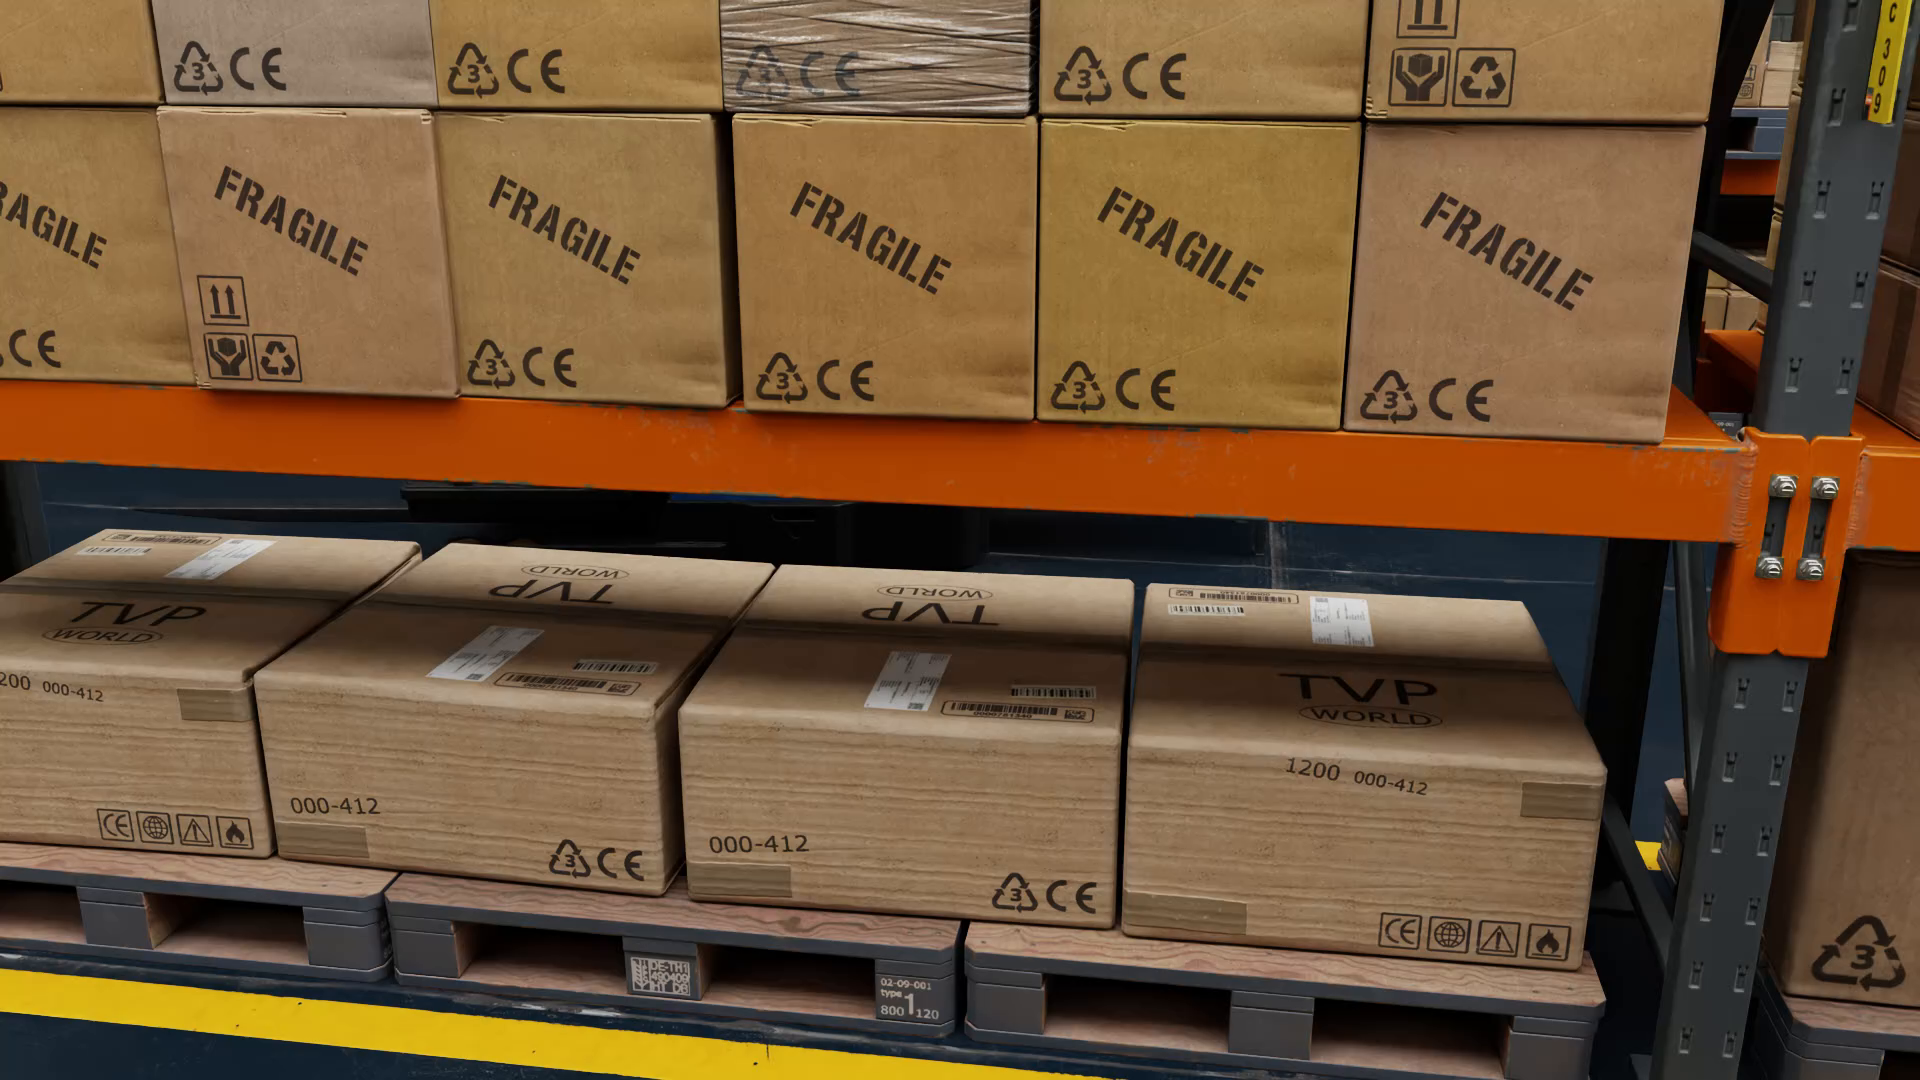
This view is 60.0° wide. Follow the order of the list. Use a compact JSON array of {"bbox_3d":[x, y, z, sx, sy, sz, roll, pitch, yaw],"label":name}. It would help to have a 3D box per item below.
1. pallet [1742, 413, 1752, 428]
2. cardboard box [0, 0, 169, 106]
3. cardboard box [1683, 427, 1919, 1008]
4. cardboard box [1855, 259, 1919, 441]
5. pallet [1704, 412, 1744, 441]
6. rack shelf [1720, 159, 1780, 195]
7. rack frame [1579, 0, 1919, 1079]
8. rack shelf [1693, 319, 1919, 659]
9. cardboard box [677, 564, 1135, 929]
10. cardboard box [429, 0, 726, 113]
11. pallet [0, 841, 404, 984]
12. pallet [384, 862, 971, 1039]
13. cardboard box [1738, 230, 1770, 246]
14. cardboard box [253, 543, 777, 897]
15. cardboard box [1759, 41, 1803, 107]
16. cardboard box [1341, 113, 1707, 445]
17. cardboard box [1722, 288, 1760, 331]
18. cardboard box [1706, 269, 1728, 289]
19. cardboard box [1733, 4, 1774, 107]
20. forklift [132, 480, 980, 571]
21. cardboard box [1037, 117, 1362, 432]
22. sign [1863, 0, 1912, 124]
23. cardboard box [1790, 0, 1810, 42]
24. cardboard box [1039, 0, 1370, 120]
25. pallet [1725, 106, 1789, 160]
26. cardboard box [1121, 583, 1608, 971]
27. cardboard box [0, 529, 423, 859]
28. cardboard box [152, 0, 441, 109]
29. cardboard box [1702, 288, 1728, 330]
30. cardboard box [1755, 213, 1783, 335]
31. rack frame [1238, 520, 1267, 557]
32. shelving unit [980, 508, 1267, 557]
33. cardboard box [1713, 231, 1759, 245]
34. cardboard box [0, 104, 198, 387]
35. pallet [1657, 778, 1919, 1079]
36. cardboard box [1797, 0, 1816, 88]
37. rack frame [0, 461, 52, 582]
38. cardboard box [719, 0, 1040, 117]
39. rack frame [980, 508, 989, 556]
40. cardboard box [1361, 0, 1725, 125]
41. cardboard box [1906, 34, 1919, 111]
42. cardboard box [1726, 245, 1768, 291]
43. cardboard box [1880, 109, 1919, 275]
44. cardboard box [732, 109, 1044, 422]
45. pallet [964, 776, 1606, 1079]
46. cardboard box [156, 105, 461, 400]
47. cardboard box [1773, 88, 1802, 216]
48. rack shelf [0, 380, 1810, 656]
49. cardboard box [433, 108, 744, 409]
[{"bbox_3d":[4.218,-0.630,7.855,1.213,0.211,1.003,3,19,9],"label":"pallet"},{"bbox_3d":[-1.593,-1.073,3.049,0.500,0.500,0.500,2,19,7],"label":"cardboard box"},{"bbox_3d":[2.042,0.327,3.285,0.875,0.875,0.875,4,19,10],"label":"cardboard box"},{"bbox_3d":[1.809,-0.311,2.743,0.500,0.250,0.500,2,19,7],"label":"cardboard box"},{"bbox_3d":[3.009,-0.691,8.036,1.213,0.211,1.003,3,19,9],"label":"pallet"},{"bbox_3d":[4.175,-1.601,7.494,4.000,0.370,1.077,3,19,9],"label":"rack shelf"},{"bbox_3d":[1.417,-0.487,3.032,0.127,3.000,1.000,3,19,9],"label":"rack frame"},{"bbox_3d":[3.391,-0.046,2.846,4.000,0.370,1.077,3,19,9],"label":"rack shelf"},{"bbox_3d":[-0.070,0.418,3.701,0.875,0.438,0.875,2,19,7],"label":"cardboard box"},{"bbox_3d":[-0.590,-1.025,2.905,0.500,0.500,0.500,3,19,9],"label":"cardboard box"},{"bbox_3d":[-1.731,0.649,4.029,1.213,0.211,1.003,3,19,9],"label":"pallet"},{"bbox_3d":[-0.530,0.712,3.844,1.213,0.211,1.003,3,19,9],"label":"pallet"},{"bbox_3d":[3.894,-1.384,7.967,0.250,0.149,0.380,3,19,9],"label":"cardboard box"},{"bbox_3d":[-0.960,0.373,3.839,0.875,0.438,0.875,3,19,10],"label":"cardboard box"},{"bbox_3d":[3.511,-1.988,7.067,0.258,0.266,0.396,4,19,11],"label":"cardboard box"},{"bbox_3d":[0.918,-0.478,2.847,0.500,0.500,0.500,3,19,9],"label":"cardboard box"},{"bbox_3d":[3.662,-0.911,7.577,0.500,0.500,0.500,2,19,7],"label":"cardboard box"},{"bbox_3d":[3.326,-1.254,7.579,0.250,0.149,0.380,3,19,8],"label":"cardboard box"},{"bbox_3d":[3.154,-2.169,7.238,0.500,0.500,0.700,3,19,9],"label":"cardboard box"},{"bbox_3d":[-1.441,-1.393,5.848,3.031,2.935,1.130,0,19,0],"label":"forklift"},{"bbox_3d":[0.409,-0.502,2.919,0.500,0.500,0.500,2,19,7],"label":"cardboard box"},{"bbox_3d":[1.330,-0.762,2.363,0.005,0.325,0.100,3,19,9],"label":"sign"},{"bbox_3d":[3.929,-2.129,7.120,0.500,0.500,0.700,3,19,8],"label":"cardboard box"},{"bbox_3d":[0.407,-0.974,2.754,0.500,0.500,0.500,3,19,8],"label":"cardboard box"},{"bbox_3d":[2.972,-1.877,7.489,1.213,0.211,1.003,3,19,9],"label":"pallet"},{"bbox_3d":[0.814,0.463,3.567,0.875,0.438,0.875,3,19,8],"label":"cardboard box"},{"bbox_3d":[-1.865,0.329,3.968,0.875,0.438,0.875,2,19,7],"label":"cardboard box"},{"bbox_3d":[-1.083,-1.050,2.979,0.500,0.500,0.500,3,19,8],"label":"cardboard box"},{"bbox_3d":[3.170,-0.938,7.656,0.500,0.500,0.500,3,19,8],"label":"cardboard box"},{"bbox_3d":[1.900,-0.473,3.225,0.500,0.250,0.500,2,19,7],"label":"cardboard box"},{"bbox_3d":[1.107,-0.729,6.119,0.032,1.500,0.500,0,19,0],"label":"rack frame"},{"bbox_3d":[0.599,-0.730,6.122,1.048,1.500,0.538,0,19,0],"label":"shelving unit"},{"bbox_3d":[3.632,-1.379,7.953,0.250,0.149,0.380,3,19,10],"label":"cardboard box"},{"bbox_3d":[-1.600,-0.605,3.227,0.500,0.500,0.500,3,19,8],"label":"cardboard box"},{"bbox_3d":[2.191,0.850,3.429,1.213,0.211,1.003,3,19,9],"label":"pallet"},{"bbox_3d":[1.898,-1.065,3.026,0.500,0.500,0.500,4,19,10],"label":"cardboard box"},{"bbox_3d":[-2.533,-0.689,3.634,0.127,3.000,1.000,3,19,9],"label":"rack frame"},{"bbox_3d":[-0.097,-0.997,2.822,0.500,0.500,0.500,3,19,9],"label":"cardboard box"},{"bbox_3d":[0.091,-0.732,6.126,0.032,1.500,0.500,0,19,0],"label":"rack frame"},{"bbox_3d":[0.907,-0.946,2.670,0.500,0.500,0.500,3,19,8],"label":"cardboard box"},{"bbox_3d":[1.806,-0.897,2.522,0.500,0.500,0.500,3,19,9],"label":"cardboard box"},{"bbox_3d":[3.567,-1.230,7.506,0.250,0.149,0.380,3,19,9],"label":"cardboard box"},{"bbox_3d":[1.806,-0.543,2.647,0.500,0.250,0.500,2,19,7],"label":"cardboard box"},{"bbox_3d":[-0.089,-0.523,2.981,0.500,0.500,0.500,3,19,8],"label":"cardboard box"},{"bbox_3d":[0.678,0.772,3.662,1.213,0.211,1.003,3,19,9],"label":"pallet"},{"bbox_3d":[-1.101,-0.574,3.134,0.500,0.500,0.500,3,19,8],"label":"cardboard box"},{"bbox_3d":[1.891,-0.707,3.138,0.500,0.250,0.500,3,19,9],"label":"cardboard box"},{"bbox_3d":[-0.558,-0.247,3.447,4.000,0.370,1.077,3,19,9],"label":"rack shelf"},{"bbox_3d":[-0.604,-0.554,3.074,0.500,0.500,0.500,4,19,10],"label":"cardboard box"}]
